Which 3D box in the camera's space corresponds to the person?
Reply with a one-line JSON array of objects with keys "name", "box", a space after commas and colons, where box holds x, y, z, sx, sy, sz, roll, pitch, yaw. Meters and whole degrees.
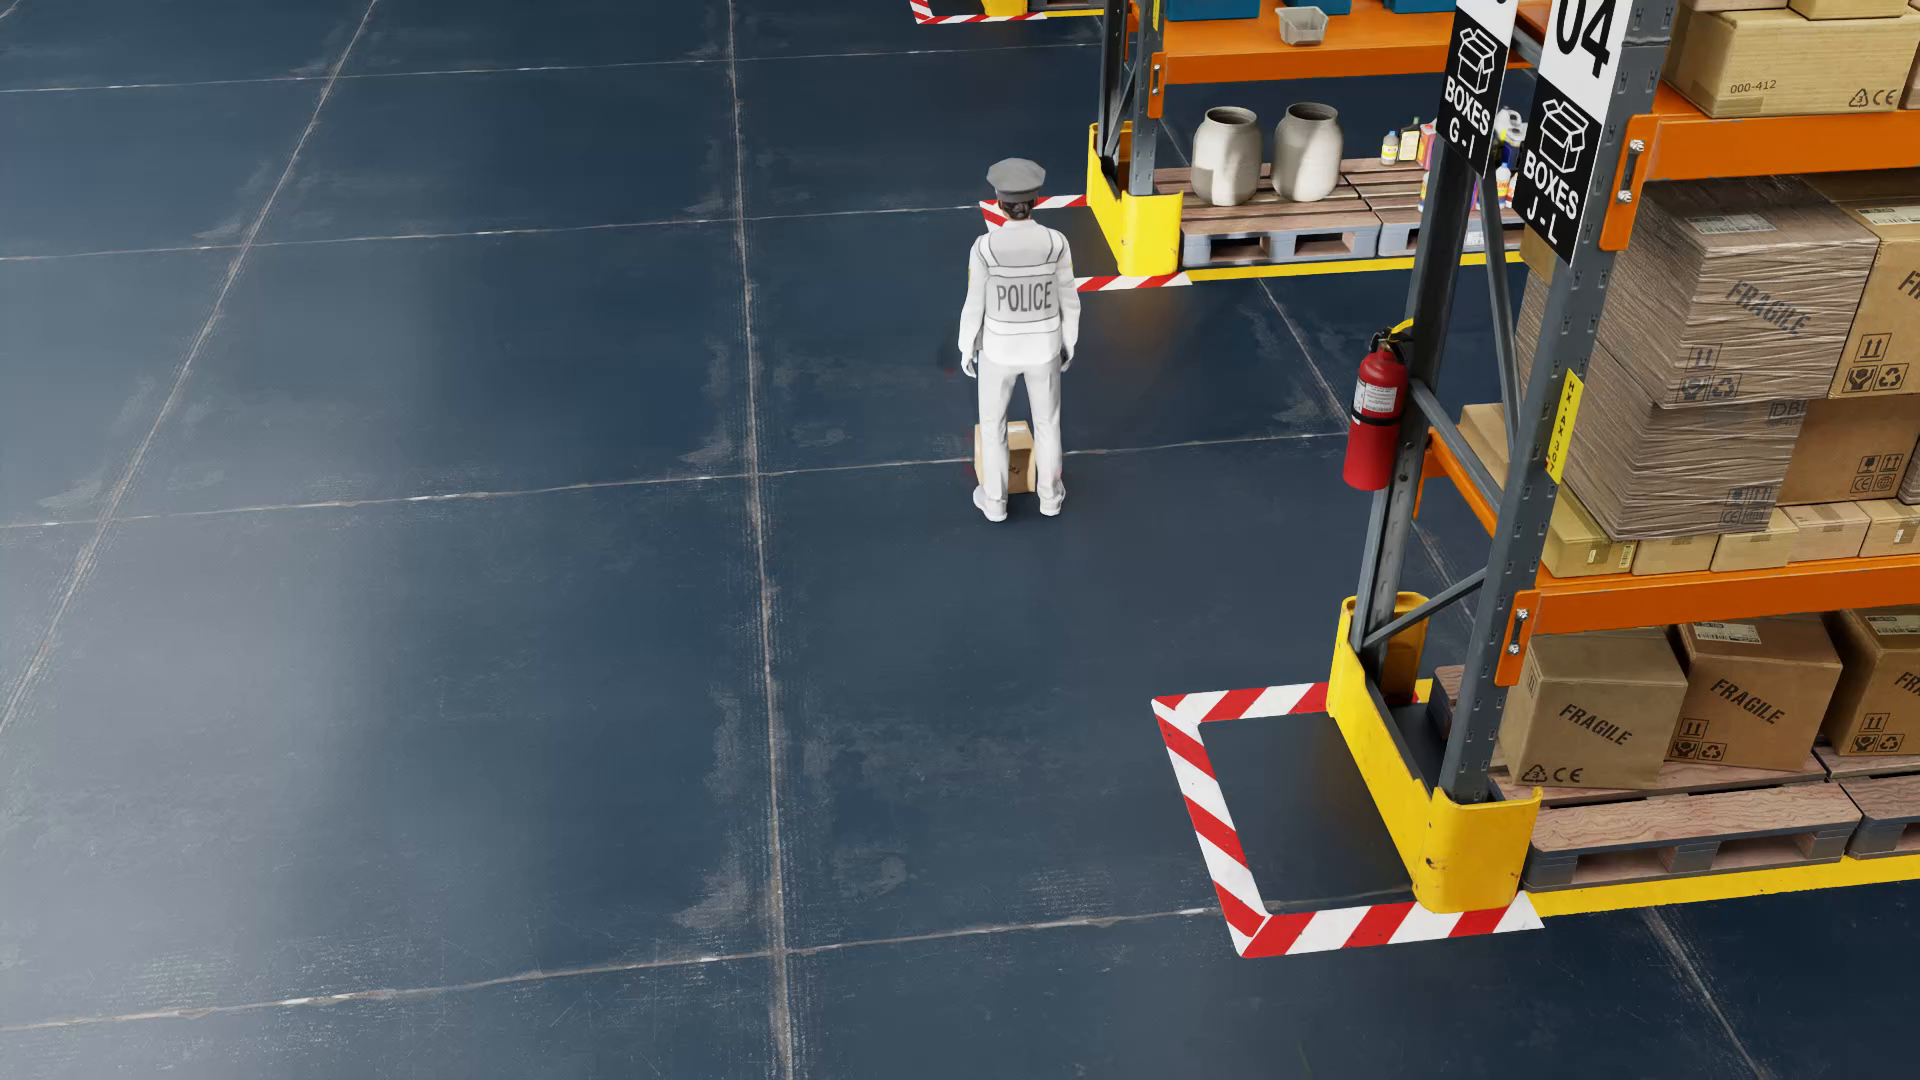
[{"name": "person", "box": [0.259, -0.834, 7.332, 0.530, 1.664, 0.371, -4, 35, -6]}]
